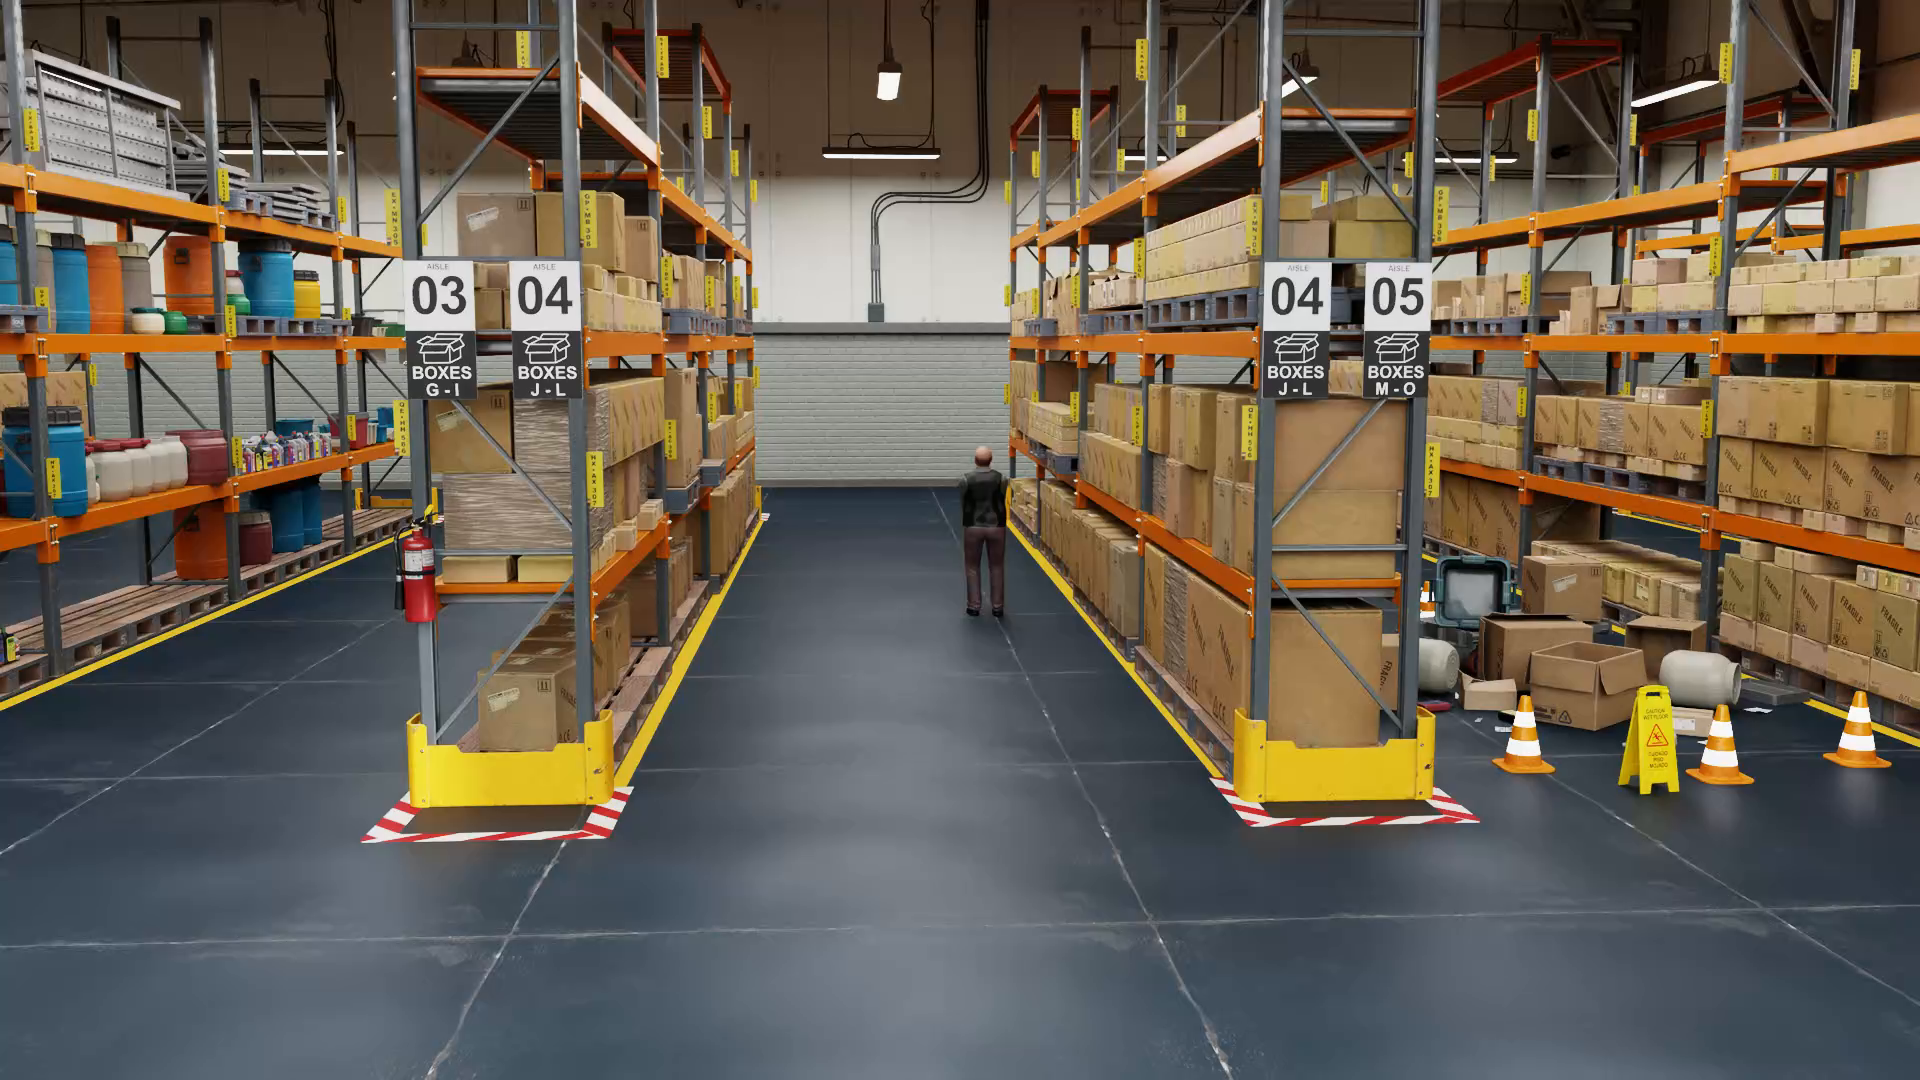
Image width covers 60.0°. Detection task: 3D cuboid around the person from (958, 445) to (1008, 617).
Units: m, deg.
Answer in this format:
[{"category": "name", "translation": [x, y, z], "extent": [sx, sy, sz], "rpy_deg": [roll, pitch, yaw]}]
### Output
[{"category": "person", "translation": [0.226, -0.106, 16.738], "extent": [0.502, 1.720, 0.552], "rpy_deg": [0, 7, -4]}]
